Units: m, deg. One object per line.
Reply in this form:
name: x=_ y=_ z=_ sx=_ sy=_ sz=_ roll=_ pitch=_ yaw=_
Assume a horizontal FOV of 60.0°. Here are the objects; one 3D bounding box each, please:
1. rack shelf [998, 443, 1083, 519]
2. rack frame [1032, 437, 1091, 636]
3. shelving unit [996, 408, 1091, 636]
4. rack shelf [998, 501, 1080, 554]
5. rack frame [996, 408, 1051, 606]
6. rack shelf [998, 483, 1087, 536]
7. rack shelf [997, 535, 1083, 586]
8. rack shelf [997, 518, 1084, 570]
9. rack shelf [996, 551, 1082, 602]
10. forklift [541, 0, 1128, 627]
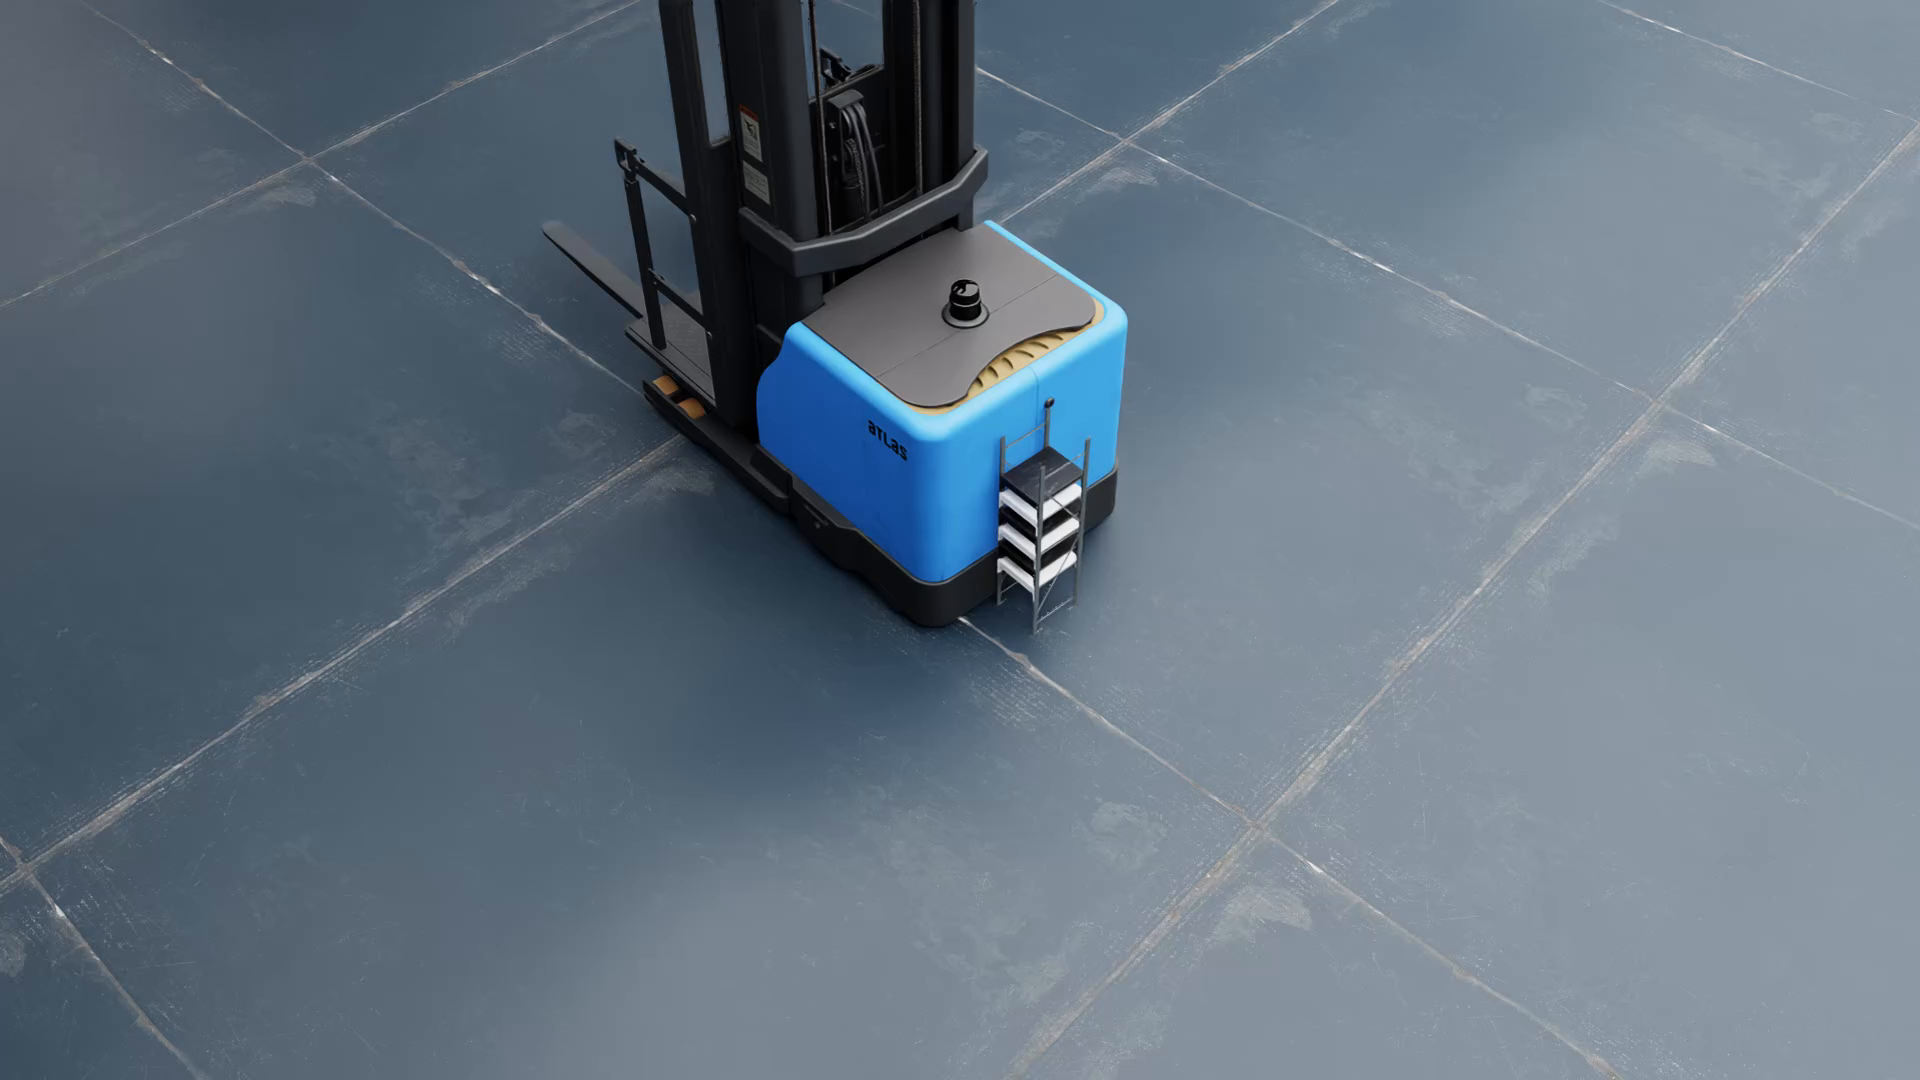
rack shelf: x=0.301 y=-0.214 z=6.009 sx=0.258 sy=0.077 sz=0.200 roll=-33 pitch=55 yaw=-27
rack frame: x=0.368 y=0.004 z=6.129 sx=0.240 sy=0.900 sz=0.006 roll=-33 pitch=55 yaw=-27
shelving unit: x=0.301 y=-0.052 z=6.181 sx=0.258 sy=0.900 sz=0.210 roll=-33 pitch=55 yaw=-27
rack shelf: x=0.301 y=-0.091 z=6.140 sx=0.258 sy=0.077 sz=0.200 roll=-33 pitch=55 yaw=-27
rack frame: x=0.233 y=-0.107 z=6.233 sx=0.240 sy=0.900 sz=0.006 roll=-33 pitch=55 yaw=-27
rack shelf: x=0.301 y=-0.152 z=6.074 sx=0.258 sy=0.077 sz=0.200 roll=-33 pitch=55 yaw=-27
rack shelf: x=0.301 y=0.033 z=6.271 sx=0.258 sy=0.077 sz=0.200 roll=-33 pitch=55 yaw=-27
rack shelf: x=0.301 y=-0.029 z=6.206 sx=0.258 sy=0.077 sz=0.200 roll=-33 pitch=55 yaw=-27
rack shelf: x=0.301 y=0.094 z=6.337 sx=0.258 sy=0.077 sz=0.200 roll=-33 pitch=55 yaw=-27
forklift: x=-0.722 y=-1.670 z=6.307 sx=1.130 sy=2.935 sz=3.031 roll=-33 pitch=55 yaw=-27
